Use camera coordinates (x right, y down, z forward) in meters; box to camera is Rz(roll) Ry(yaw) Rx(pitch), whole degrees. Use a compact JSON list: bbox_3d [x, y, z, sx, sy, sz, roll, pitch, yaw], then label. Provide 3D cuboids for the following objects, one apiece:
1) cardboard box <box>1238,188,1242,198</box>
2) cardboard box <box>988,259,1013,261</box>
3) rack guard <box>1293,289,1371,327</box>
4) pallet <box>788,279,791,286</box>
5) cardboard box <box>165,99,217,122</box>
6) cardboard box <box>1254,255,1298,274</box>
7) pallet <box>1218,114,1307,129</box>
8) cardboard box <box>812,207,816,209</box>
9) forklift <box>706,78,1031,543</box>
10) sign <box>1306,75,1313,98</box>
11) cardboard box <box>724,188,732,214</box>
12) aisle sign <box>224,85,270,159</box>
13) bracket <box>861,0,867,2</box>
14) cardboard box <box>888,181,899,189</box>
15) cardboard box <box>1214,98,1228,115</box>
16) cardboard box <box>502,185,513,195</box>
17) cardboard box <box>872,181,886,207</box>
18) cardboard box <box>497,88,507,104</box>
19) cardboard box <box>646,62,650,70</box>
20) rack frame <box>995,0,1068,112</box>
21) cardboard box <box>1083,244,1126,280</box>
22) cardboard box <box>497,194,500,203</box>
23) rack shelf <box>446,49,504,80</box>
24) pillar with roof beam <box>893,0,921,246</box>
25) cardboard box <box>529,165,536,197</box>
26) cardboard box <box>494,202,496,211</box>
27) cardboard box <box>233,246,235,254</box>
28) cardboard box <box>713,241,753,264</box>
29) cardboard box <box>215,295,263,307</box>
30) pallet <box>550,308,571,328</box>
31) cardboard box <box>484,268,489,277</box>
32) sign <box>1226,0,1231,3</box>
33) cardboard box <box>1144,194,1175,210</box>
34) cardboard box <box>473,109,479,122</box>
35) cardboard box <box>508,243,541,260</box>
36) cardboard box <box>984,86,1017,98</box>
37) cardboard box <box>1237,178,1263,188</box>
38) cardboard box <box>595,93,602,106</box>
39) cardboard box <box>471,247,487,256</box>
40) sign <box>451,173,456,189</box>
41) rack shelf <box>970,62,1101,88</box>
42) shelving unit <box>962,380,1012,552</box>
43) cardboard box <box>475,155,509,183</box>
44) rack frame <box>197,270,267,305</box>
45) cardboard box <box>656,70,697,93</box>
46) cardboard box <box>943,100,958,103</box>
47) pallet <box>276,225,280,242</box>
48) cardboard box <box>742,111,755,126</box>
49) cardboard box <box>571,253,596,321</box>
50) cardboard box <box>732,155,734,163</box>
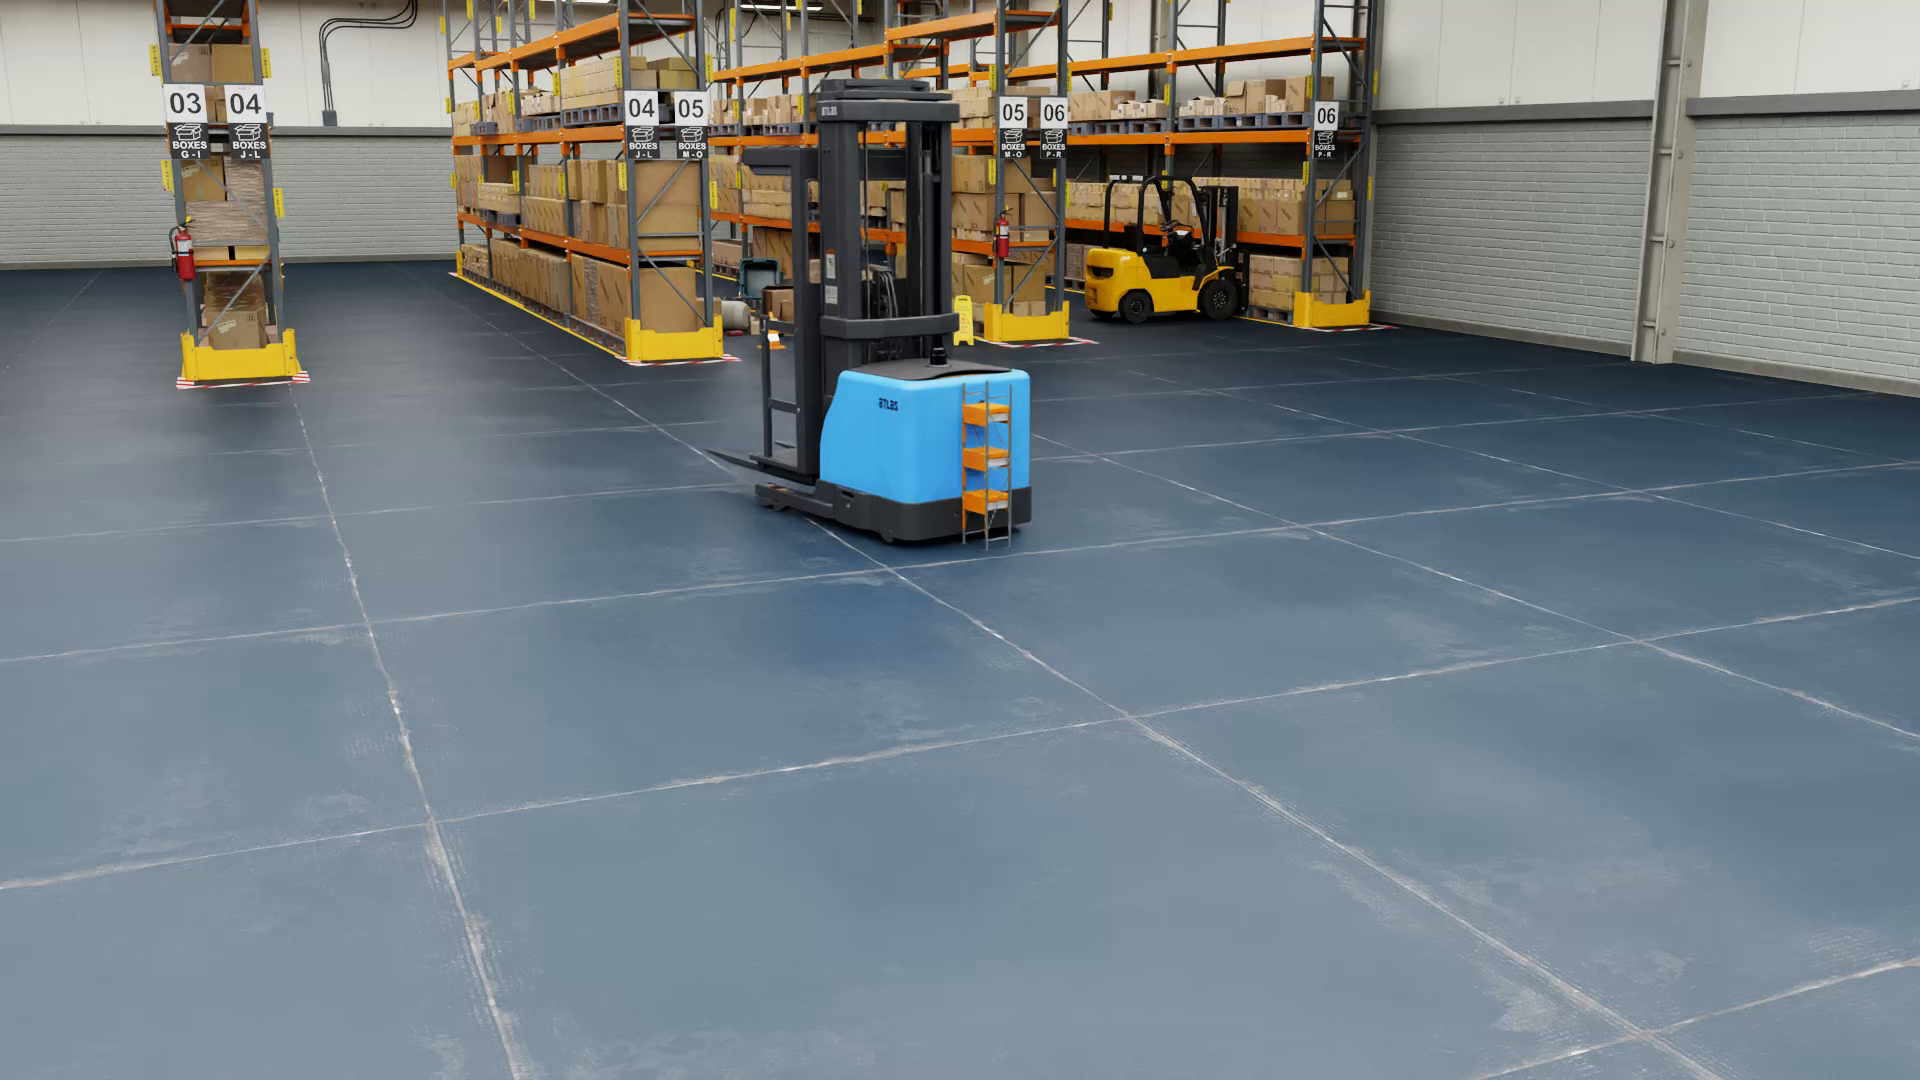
[{"bbox_3d":[4.541,-5.387,25.833,0.380,0.149,0.250,-6,14,-23],"label":"cardboard box"},{"bbox_3d":[0.457,-3.843,24.327,0.500,0.500,0.500,-5,14,-22],"label":"cardboard box"},{"bbox_3d":[5.500,-3.431,24.585,1.175,0.500,0.348,-6,14,-23],"label":"rack guard"},{"bbox_3d":[-2.508,-4.668,30.573,1.003,0.211,1.213,-6,14,-23],"label":"pallet"},{"bbox_3d":[-8.562,-4.774,18.526,0.500,0.250,0.500,-5,14,-22],"label":"cardboard box"},{"bbox_3d":[4.810,-4.178,25.217,0.500,0.250,0.500,-5,14,-22],"label":"cardboard box"},{"bbox_3d":[4.738,-6.473,25.728,1.003,0.211,1.213,-6,14,-23],"label":"pallet"},{"bbox_3d":[-2.701,-5.865,29.892,0.500,0.250,0.500,-6,14,-25],"label":"cardboard box"},{"bbox_3d":[-0.807,-1.687,11.661,1.130,2.935,3.031,-10,16,-36],"label":"forklift"},{"bbox_3d":[4.988,-6.462,23.696,0.100,0.325,0.005,-6,14,-23],"label":"sign"},{"bbox_3d":[-4.494,-6.911,33.856,0.500,0.500,0.500,-6,14,-24],"label":"cardboard box"},{"bbox_3d":[-7.837,-4.590,18.285,0.394,0.787,0.004,-6,14,-23],"label":"aisle sign"},{"bbox_3d":[-2.784,-13.905,43.009,0.076,0.066,5.218,-6,14,-23],"label":"bracket"},{"bbox_3d":[-0.681,-5.601,25.319,0.700,0.500,0.500,-6,14,-24],"label":"cardboard box"},{"bbox_3d":[4.204,-6.795,26.070,0.396,0.266,0.258,-6,14,-24],"label":"cardboard box"},{"bbox_3d":[-7.471,-5.873,27.901,0.380,0.149,0.250,-6,14,-24],"label":"cardboard box"},{"bbox_3d":[-1.054,-5.504,26.185,0.500,0.500,0.500,-6,14,-24],"label":"cardboard box"},{"bbox_3d":[-7.690,-7.596,28.467,0.396,0.266,0.258,-6,14,-23],"label":"cardboard box"},{"bbox_3d":[-3.800,-6.025,21.233,0.380,0.149,0.250,-6,14,-24],"label":"cardboard box"},{"bbox_3d":[0.944,-7.127,21.707,1.000,3.000,0.127,-6,14,-23],"label":"rack frame"},{"bbox_3d":[2.792,-5.090,30.544,0.875,0.625,0.625,-5,14,-21],"label":"cardboard box"},{"bbox_3d":[-7.687,-5.838,28.409,0.380,0.149,0.250,-6,14,-23],"label":"cardboard box"},{"bbox_3d":[-9.159,-9.200,32.264,1.077,0.370,4.000,-6,14,-23],"label":"rack shelf"},{"bbox_3d":[-5.118,-11.132,39.009,9.100,9.000,0.548,-6,14,-23],"label":"pillar with roof beam"},{"bbox_3d":[-6.585,-5.831,26.974,0.700,0.500,0.500,-6,14,-23],"label":"cardboard box"},{"bbox_3d":[-7.884,-5.797,28.892,0.380,0.149,0.250,-5,14,-21],"label":"cardboard box"},{"bbox_3d":[-8.539,-3.525,20.005,0.380,0.149,0.250,-6,14,-23],"label":"cardboard box"},{"bbox_3d":[-4.735,-6.151,35.544,0.875,0.438,0.875,-5,14,-21],"label":"cardboard box"},{"bbox_3d":[-9.058,-2.797,20.917,0.500,0.500,0.500,-7,15,-28],"label":"cardboard box"},{"bbox_3d":[-5.532,-3.357,24.906,1.003,0.211,1.213,-6,14,-23],"label":"pallet"},{"bbox_3d":[-8.827,-5.082,31.565,0.380,0.149,0.250,-5,14,-22],"label":"cardboard box"},{"bbox_3d":[4.406,-8.980,27.290,0.100,0.325,0.005,-6,14,-23],"label":"sign"},{"bbox_3d":[3.457,-5.729,28.194,0.500,0.250,0.500,-6,14,-24],"label":"cardboard box"},{"bbox_3d":[-8.776,-7.920,31.009,0.500,0.250,0.500,-6,14,-26],"label":"cardboard box"},{"bbox_3d":[-7.482,-4.962,28.608,0.500,0.250,0.500,-5,14,-22],"label":"cardboard box"},{"bbox_3d":[0.538,-5.975,22.171,0.380,0.149,0.250,-5,14,-22],"label":"cardboard box"},{"bbox_3d":[4.534,-5.535,25.811,0.380,0.149,0.250,-5,14,-22],"label":"cardboard box"},{"bbox_3d":[-4.403,-5.577,21.067,0.380,0.149,0.250,-6,14,-24],"label":"cardboard box"},{"bbox_3d":[-9.517,-5.739,33.084,0.380,0.149,0.250,-5,14,-22],"label":"cardboard box"},{"bbox_3d":[-10.458,-7.415,34.335,0.100,0.325,0.005,-6,14,-23],"label":"sign"},{"bbox_3d":[1.485,-9.097,32.701,1.077,0.370,4.000,-6,14,-23],"label":"rack shelf"},{"bbox_3d":[0.171,-0.472,10.581,0.215,1.050,0.252,-10,16,-36],"label":"shelving unit"},{"bbox_3d":[-8.794,-6.969,31.230,0.500,0.500,0.500,-6,14,-25],"label":"cardboard box"},{"bbox_3d":[-11.341,-4.962,25.658,1.000,3.000,0.127,-6,14,-23],"label":"rack frame"},{"bbox_3d":[-3.509,-5.646,20.479,0.500,0.250,0.500,-6,14,-23],"label":"cardboard box"},{"bbox_3d":[0.079,-6.030,23.291,0.500,0.250,0.500,-5,14,-21],"label":"cardboard box"},{"bbox_3d":[-9.911,-4.213,22.848,1.003,0.211,1.213,-6,14,-23],"label":"pallet"},{"bbox_3d":[-3.983,-8.149,32.142,0.396,0.266,0.258,-6,14,-23],"label":"cardboard box"},{"bbox_3d":[-4.966,-3.596,23.536,0.875,0.875,0.875,-5,14,-22],"label":"cardboard box"},{"bbox_3d":[-4.375,-7.687,33.553,0.380,0.149,0.250,-6,14,-23],"label":"cardboard box"}]
